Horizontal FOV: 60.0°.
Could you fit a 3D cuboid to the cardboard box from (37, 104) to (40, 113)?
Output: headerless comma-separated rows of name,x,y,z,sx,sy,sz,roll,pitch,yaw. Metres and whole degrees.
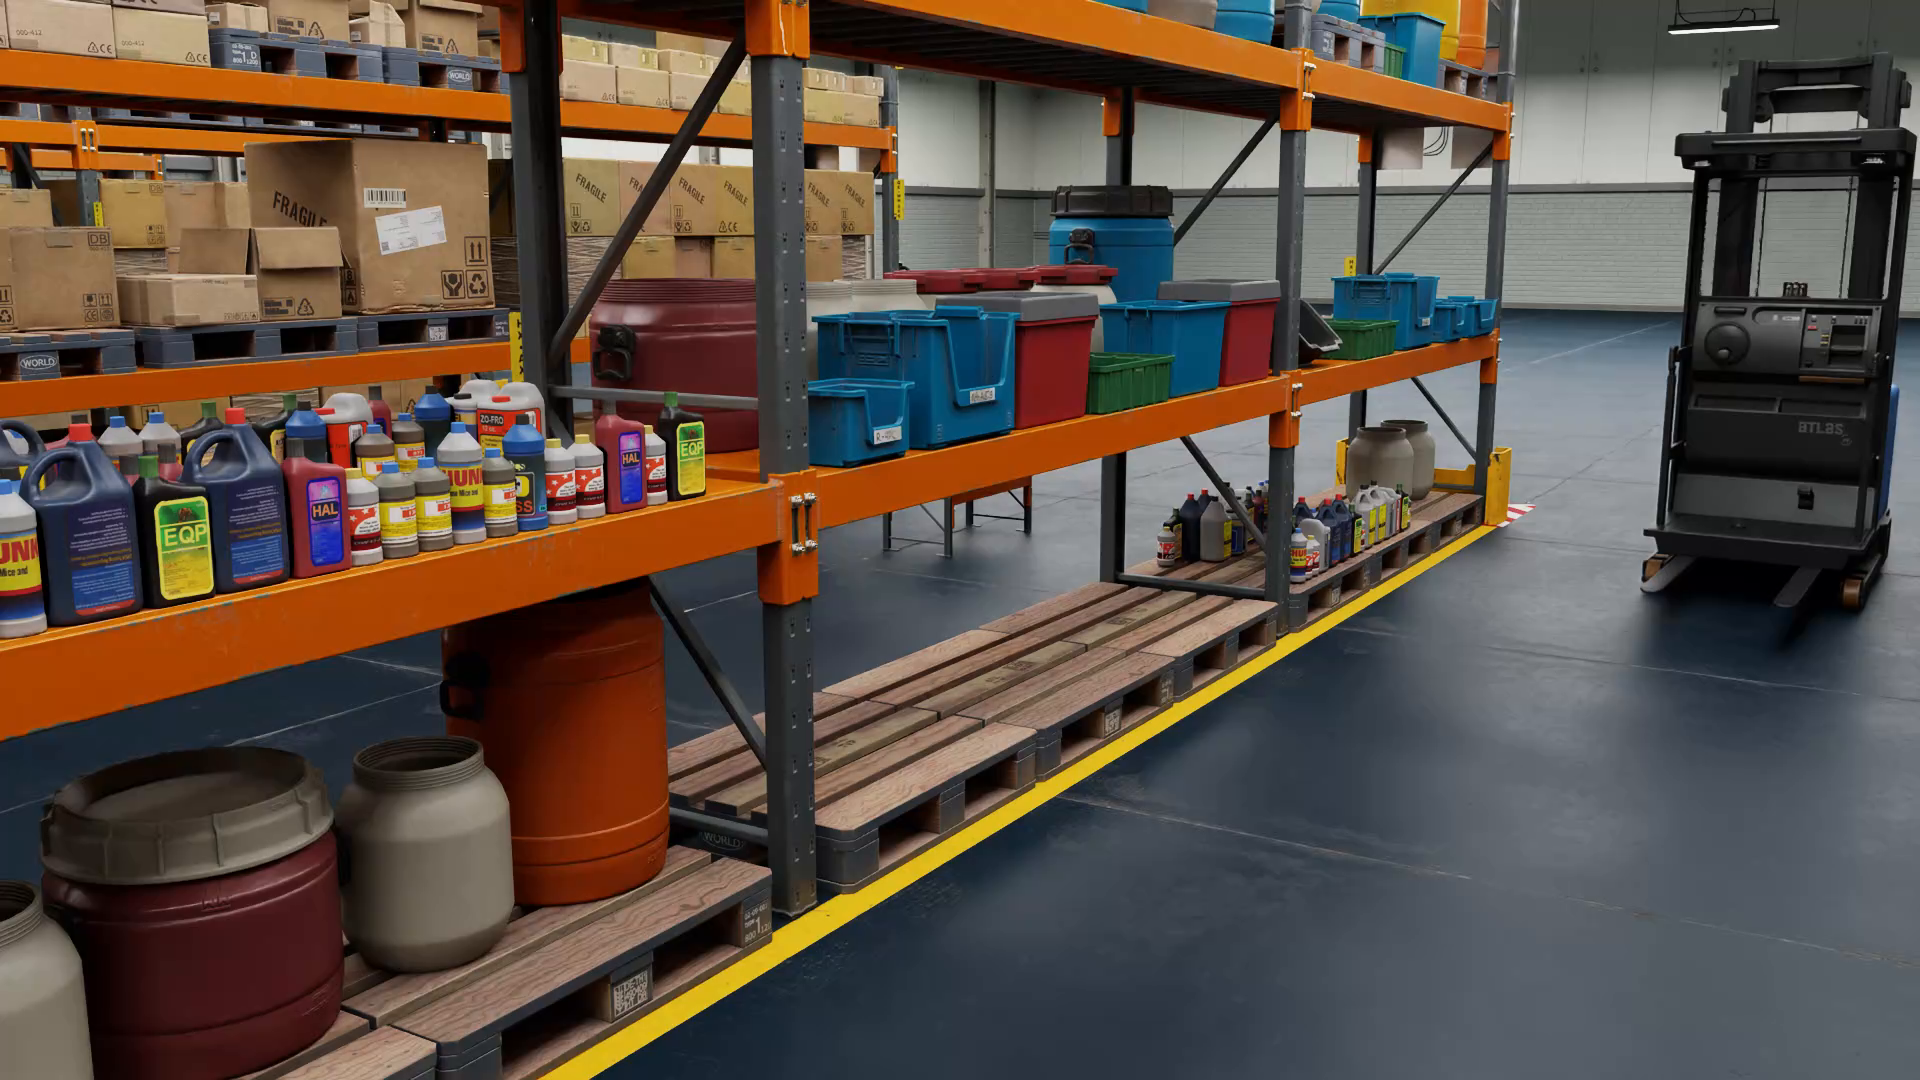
cardboard box,-9.952,-4.601,17.656,0.380,0.149,0.250,6,12,31

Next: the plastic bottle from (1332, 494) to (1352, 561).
plastic bottle,2.062,-0.073,9.109,0.144,0.351,0.185,6,12,28

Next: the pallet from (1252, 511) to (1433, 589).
pallet,2.207,0.035,10.110,1.003,0.211,1.213,6,12,31

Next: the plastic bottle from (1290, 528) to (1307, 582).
plastic bottle,1.730,0.075,8.536,0.097,0.271,0.097,0,11,0

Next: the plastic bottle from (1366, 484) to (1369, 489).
plastic bottle,2.442,-0.194,9.941,0.061,0.283,0.133,6,12,31

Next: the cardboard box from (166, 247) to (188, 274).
cardboard box,-6.782,-2.226,14.201,0.875,0.550,0.550,6,12,31

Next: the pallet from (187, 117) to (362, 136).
pallet,-6.162,-3.754,14.860,1.003,0.211,1.213,6,12,31

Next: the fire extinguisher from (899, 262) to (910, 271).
fire extinguisher,-0.513,-2.080,14.037,0.296,0.674,0.183,6,12,31

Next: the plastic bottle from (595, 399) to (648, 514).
plastic bottle,-0.852,-0.215,4.180,0.061,0.283,0.133,6,12,31

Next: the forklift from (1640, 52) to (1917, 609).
forklift,4.514,-1.168,9.143,1.130,2.935,3.031,7,13,32

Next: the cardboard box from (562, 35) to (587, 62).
cardboard box,-2.611,-3.133,10.626,0.380,0.149,0.250,6,12,29

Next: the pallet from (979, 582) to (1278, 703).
pallet,0.815,0.456,7.858,1.003,0.211,1.213,6,12,31

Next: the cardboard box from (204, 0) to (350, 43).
cardboard box,-3.860,-3.034,9.348,0.797,0.503,0.637,7,13,33

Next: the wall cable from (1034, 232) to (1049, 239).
wall cable,3.423,-10.019,48.367,3.097,2.526,0.112,6,12,31

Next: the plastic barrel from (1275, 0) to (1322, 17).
plastic barrel,1.581,-2.826,8.218,0.421,0.512,0.421,0,11,0

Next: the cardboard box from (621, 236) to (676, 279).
cardboard box,-2.467,-1.850,11.521,0.875,0.500,0.500,6,12,31

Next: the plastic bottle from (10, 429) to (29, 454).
plastic bottle,-2.071,-0.115,3.681,0.097,0.271,0.097,0,11,0

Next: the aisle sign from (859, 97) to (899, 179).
aisle sign,-0.678,-3.403,13.829,0.394,0.787,0.004,6,12,31

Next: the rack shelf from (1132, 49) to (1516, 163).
rack shelf,2.228,-2.477,9.752,1.077,0.370,4.000,6,12,31

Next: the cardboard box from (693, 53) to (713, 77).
cardboard box,-1.966,-3.342,11.740,0.380,0.149,0.250,6,12,30

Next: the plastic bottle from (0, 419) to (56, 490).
plastic bottle,-1.994,-0.115,3.465,0.144,0.351,0.185,6,12,31

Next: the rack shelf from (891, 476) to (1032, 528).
rack shelf,-0.004,-0.311,10.804,0.538,0.278,1.000,6,12,31

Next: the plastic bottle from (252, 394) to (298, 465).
plastic bottle,-1.737,-0.229,4.255,0.061,0.283,0.133,6,12,31

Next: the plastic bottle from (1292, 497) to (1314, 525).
plastic bottle,1.840,-0.057,9.024,0.144,0.351,0.185,6,12,31

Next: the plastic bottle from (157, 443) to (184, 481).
plastic bottle,-1.545,-0.056,3.332,0.061,0.283,0.133,6,12,31

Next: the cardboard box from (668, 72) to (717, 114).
cardboard box,-2.053,-3.123,11.653,0.500,0.250,0.500,6,12,28

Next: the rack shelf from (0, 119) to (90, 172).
rack shelf,-8.268,-2.811,11.535,1.077,0.370,4.000,6,12,31

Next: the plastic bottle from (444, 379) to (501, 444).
plastic bottle,-1.388,-0.314,4.734,0.152,0.276,0.135,6,12,31

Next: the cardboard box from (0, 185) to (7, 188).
cardboard box,-10.339,-3.442,17.307,0.700,0.500,0.500,6,12,30

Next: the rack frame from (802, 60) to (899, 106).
rack frame,-0.967,-5.093,13.617,1.000,3.000,0.127,6,12,31

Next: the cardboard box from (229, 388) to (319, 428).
cardboard box,-6.379,-1.401,14.834,0.875,0.875,0.875,6,12,31

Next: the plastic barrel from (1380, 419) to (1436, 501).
plastic barrel,2.990,-0.544,11.240,0.421,0.512,0.421,0,11,0

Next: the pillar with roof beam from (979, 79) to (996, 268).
pillar with roof beam,4.442,-10.797,44.084,9.100,9.000,0.548,6,12,31

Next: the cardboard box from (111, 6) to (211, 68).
cardboard box,-4.133,-2.498,8.319,0.500,0.250,0.500,7,13,32

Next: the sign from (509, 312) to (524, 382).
sign,-1.361,-0.544,5.181,0.100,0.325,0.005,6,12,31

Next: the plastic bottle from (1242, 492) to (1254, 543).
plastic bottle,1.646,-0.127,9.581,0.061,0.283,0.133,6,12,31

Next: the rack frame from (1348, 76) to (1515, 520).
rack frame,3.267,-1.671,11.641,1.000,3.000,0.127,6,12,31

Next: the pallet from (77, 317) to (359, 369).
pallet,-4.127,-1.107,9.150,1.003,0.211,1.213,6,12,31

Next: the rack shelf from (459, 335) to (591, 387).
rack shelf,-2.005,-1.476,12.555,1.077,0.370,4.000,6,12,31

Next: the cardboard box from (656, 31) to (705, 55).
cardboard box,-1.968,-3.852,12.701,0.500,0.500,0.500,6,12,30

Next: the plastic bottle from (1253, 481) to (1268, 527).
plastic bottle,1.829,-0.221,10.116,0.097,0.271,0.097,0,11,0

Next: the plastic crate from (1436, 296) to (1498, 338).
plastic crate,3.262,-1.490,11.082,0.499,0.251,0.616,6,12,31

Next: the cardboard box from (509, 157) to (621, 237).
cardboard box,-2.592,-2.248,10.928,0.500,0.500,0.500,6,12,31

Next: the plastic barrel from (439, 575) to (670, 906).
plastic barrel,-1.126,0.526,4.662,0.600,0.830,0.708,6,12,31

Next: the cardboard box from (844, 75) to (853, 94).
cardboard box,-1.079,-3.637,13.319,0.380,0.149,0.250,6,12,29

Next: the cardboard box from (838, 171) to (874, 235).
cardboard box,-1.041,-2.721,13.452,0.500,0.500,0.500,6,12,31

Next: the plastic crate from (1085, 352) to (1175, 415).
plastic crate,0.527,-0.637,6.694,0.450,0.188,0.662,6,12,31

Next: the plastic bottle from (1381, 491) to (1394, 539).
plastic bottle,2.461,-0.159,9.771,0.152,0.276,0.135,6,12,29

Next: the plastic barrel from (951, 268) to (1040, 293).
plastic barrel,0.125,-0.864,6.961,0.433,0.535,0.433,0,11,0

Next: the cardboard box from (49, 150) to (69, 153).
cardboard box,-9.839,-4.244,17.920,0.380,0.149,0.250,6,12,31

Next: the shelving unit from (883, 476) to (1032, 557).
shelving unit,-0.004,-0.552,10.759,0.538,1.125,1.048,6,12,31

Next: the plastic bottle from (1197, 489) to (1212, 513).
plastic bottle,1.378,-0.115,9.334,0.144,0.351,0.185,6,12,28

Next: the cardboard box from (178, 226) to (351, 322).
cardboard box,-3.864,-1.491,9.257,0.797,0.503,0.637,8,13,36
